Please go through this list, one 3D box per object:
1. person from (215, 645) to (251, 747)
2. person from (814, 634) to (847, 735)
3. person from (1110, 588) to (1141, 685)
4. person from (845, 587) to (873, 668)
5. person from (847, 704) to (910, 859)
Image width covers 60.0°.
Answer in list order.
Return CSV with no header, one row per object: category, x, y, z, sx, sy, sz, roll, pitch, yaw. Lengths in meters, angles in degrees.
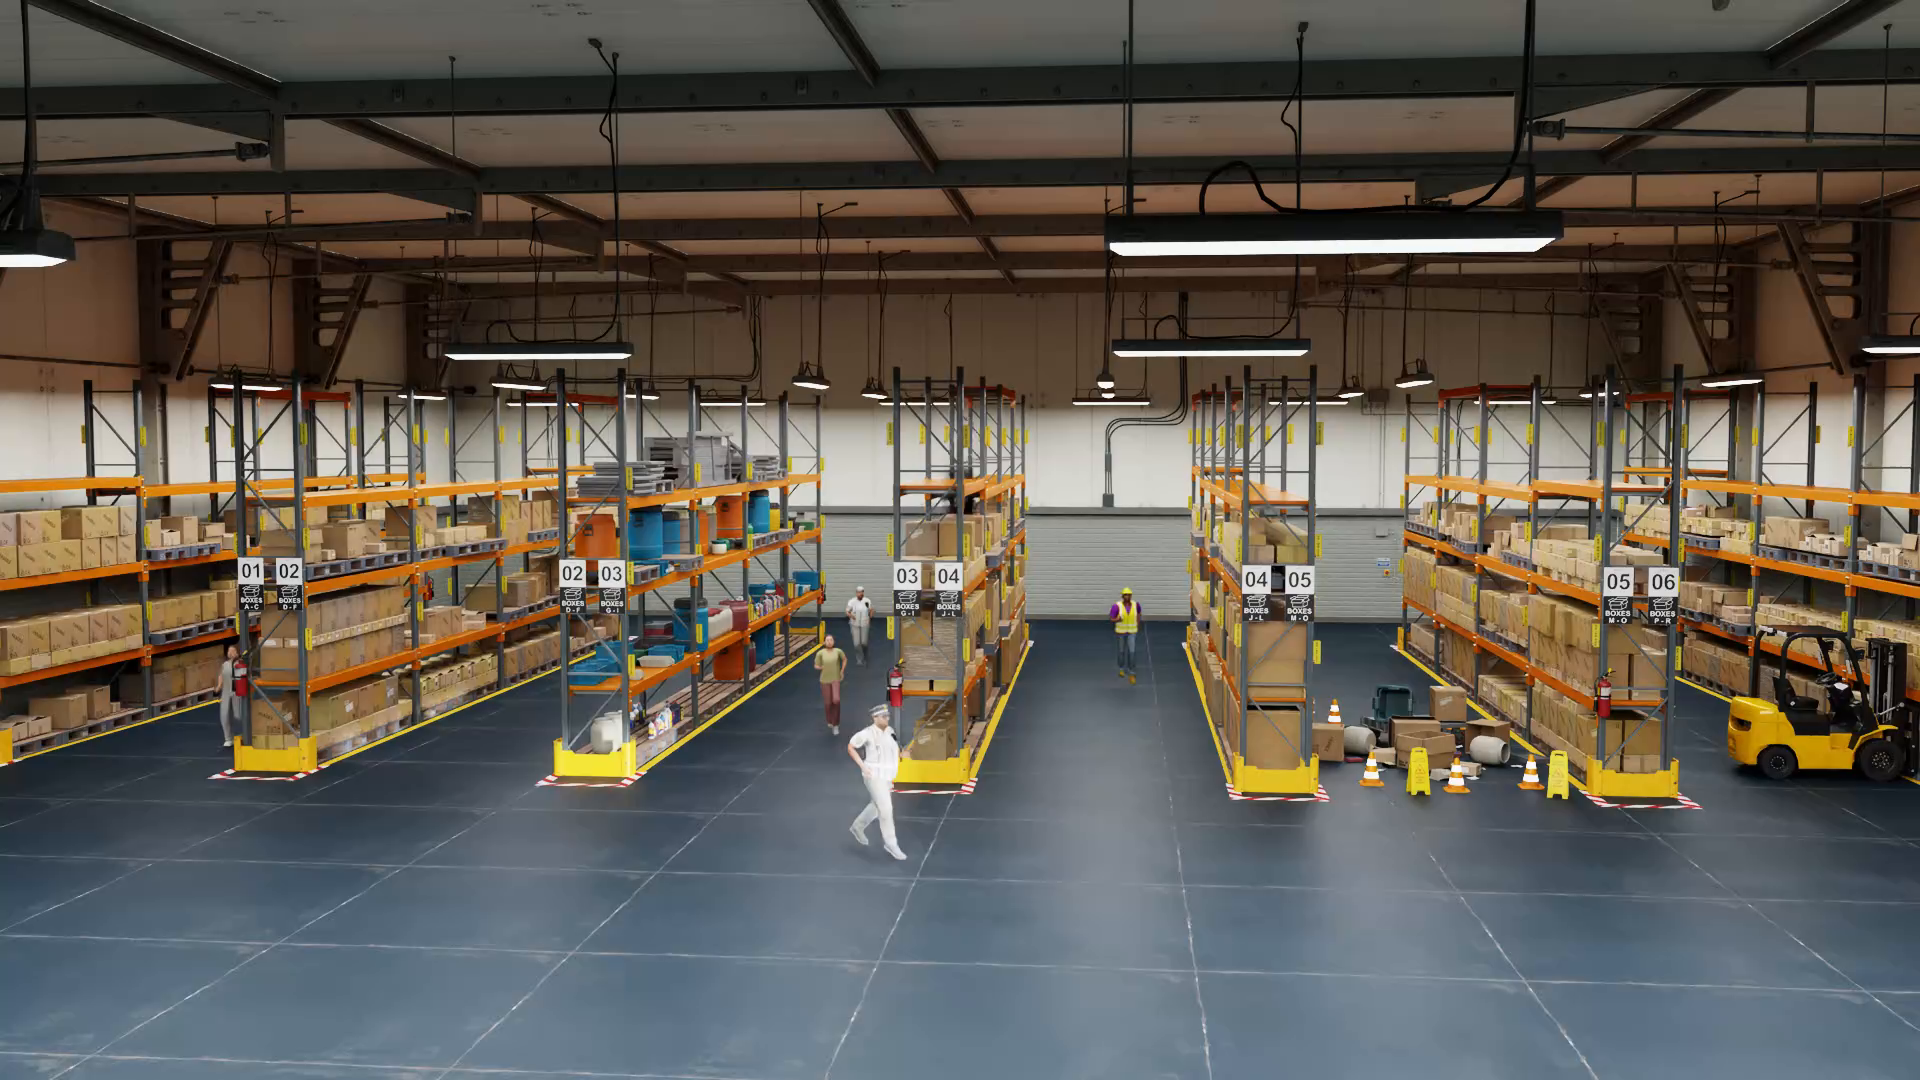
person,-11.789,2.508,27.000,0.571,1.628,0.753,0,4,3
person,-2.188,2.442,28.069,0.556,1.680,0.709,0,4,-3
person,3.210,1.836,32.164,0.635,1.845,0.805,0,4,0
person,-2.068,1.803,34.282,0.585,1.690,0.583,0,4,-5
person,-0.978,2.870,20.000,0.911,1.828,0.653,2,4,31
